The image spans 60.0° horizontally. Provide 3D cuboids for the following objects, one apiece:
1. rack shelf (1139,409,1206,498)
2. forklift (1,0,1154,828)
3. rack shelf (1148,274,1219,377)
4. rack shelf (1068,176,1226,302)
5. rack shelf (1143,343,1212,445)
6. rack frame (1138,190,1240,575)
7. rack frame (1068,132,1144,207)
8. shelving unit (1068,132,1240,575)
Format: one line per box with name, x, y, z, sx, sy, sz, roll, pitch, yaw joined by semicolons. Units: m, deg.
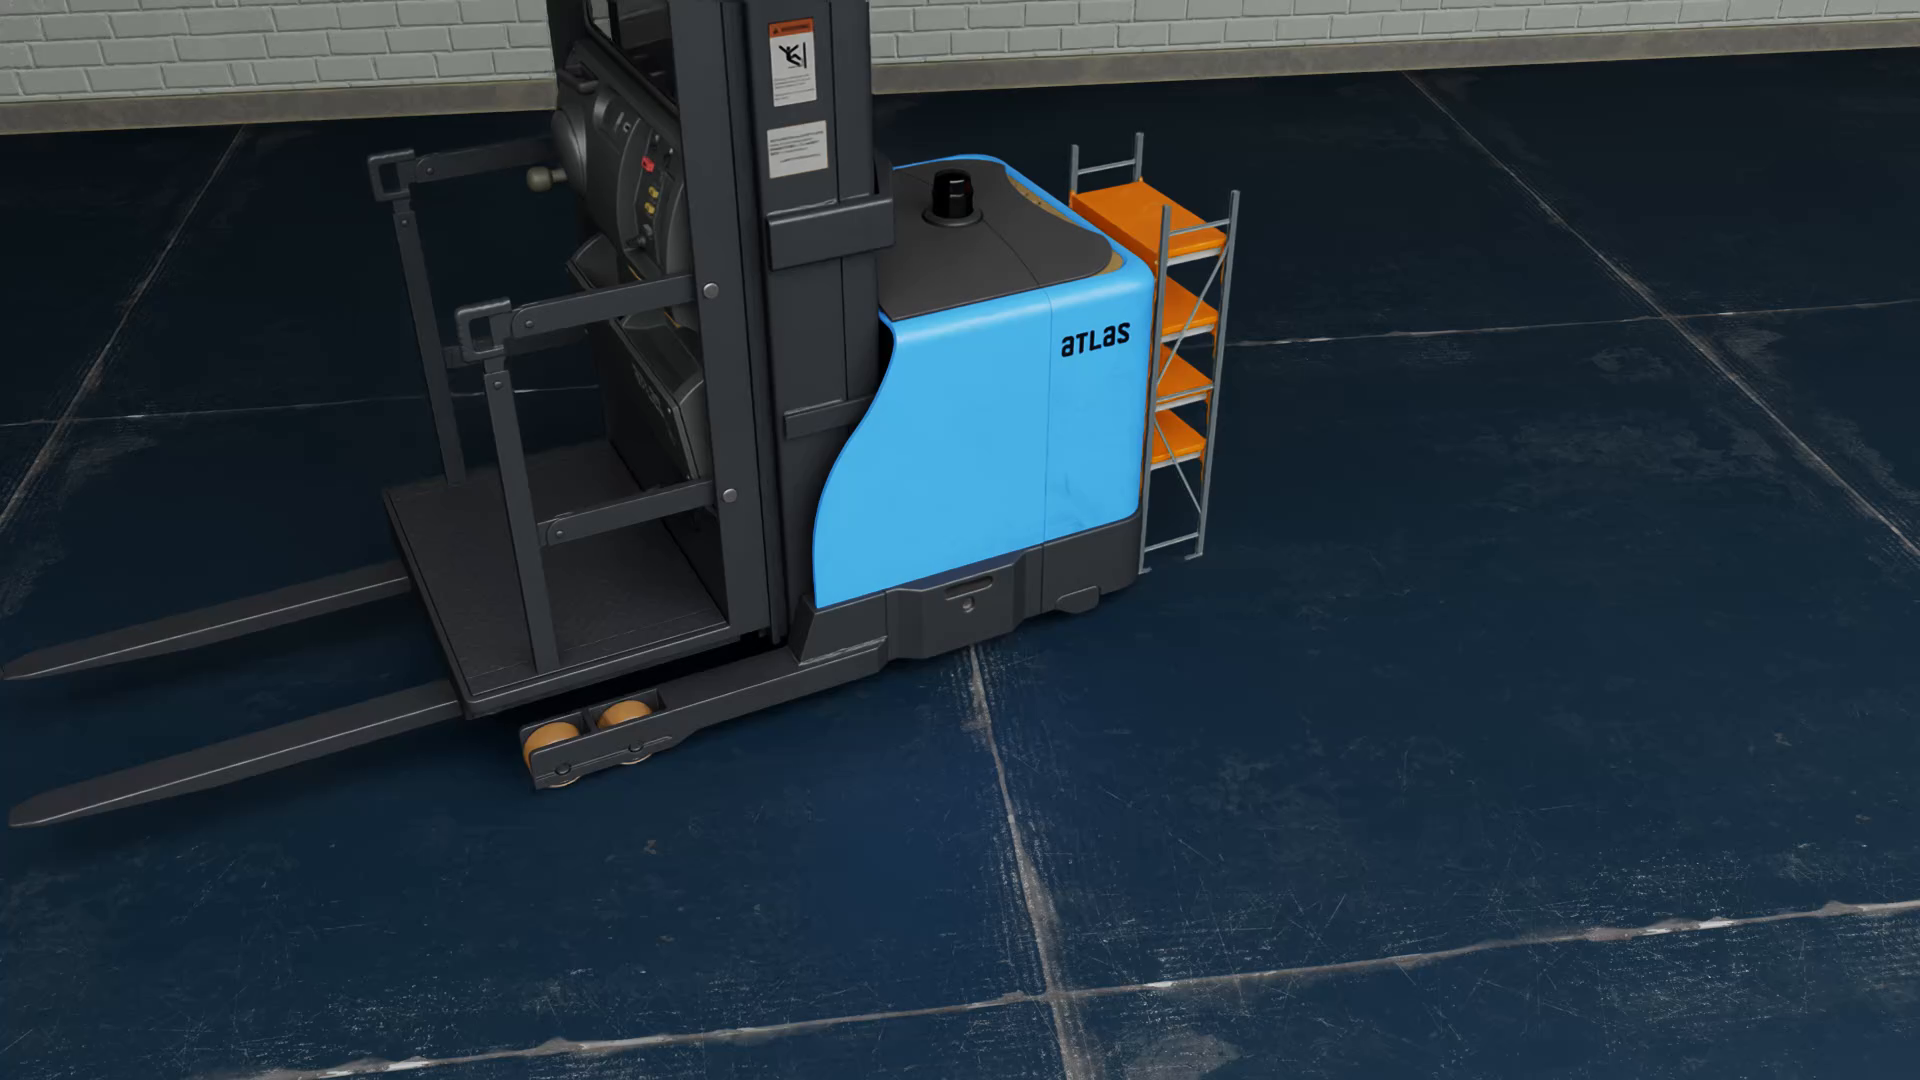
rack shelf;0.536;-0.324;5.131;0.258;0.148;0.480;-16;37;-22
forklift;-1.016;-0.911;3.985;3.031;2.935;1.130;-16;37;-22
rack shelf;0.537;-0.673;4.894;0.258;0.148;0.480;-16;37;-22
rack shelf;0.538;-0.869;4.761;0.258;0.148;0.480;-16;37;-22
rack shelf;0.536;-0.488;5.019;0.258;0.148;0.480;-16;37;-22
rack frame;0.647;-0.421;4.802;0.240;1.200;0.015;-16;37;-22
rack frame;0.426;-0.666;5.161;0.240;1.200;0.015;-16;37;-22
shelving unit;0.536;-0.544;4.982;0.258;1.200;0.503;-16;37;-22
